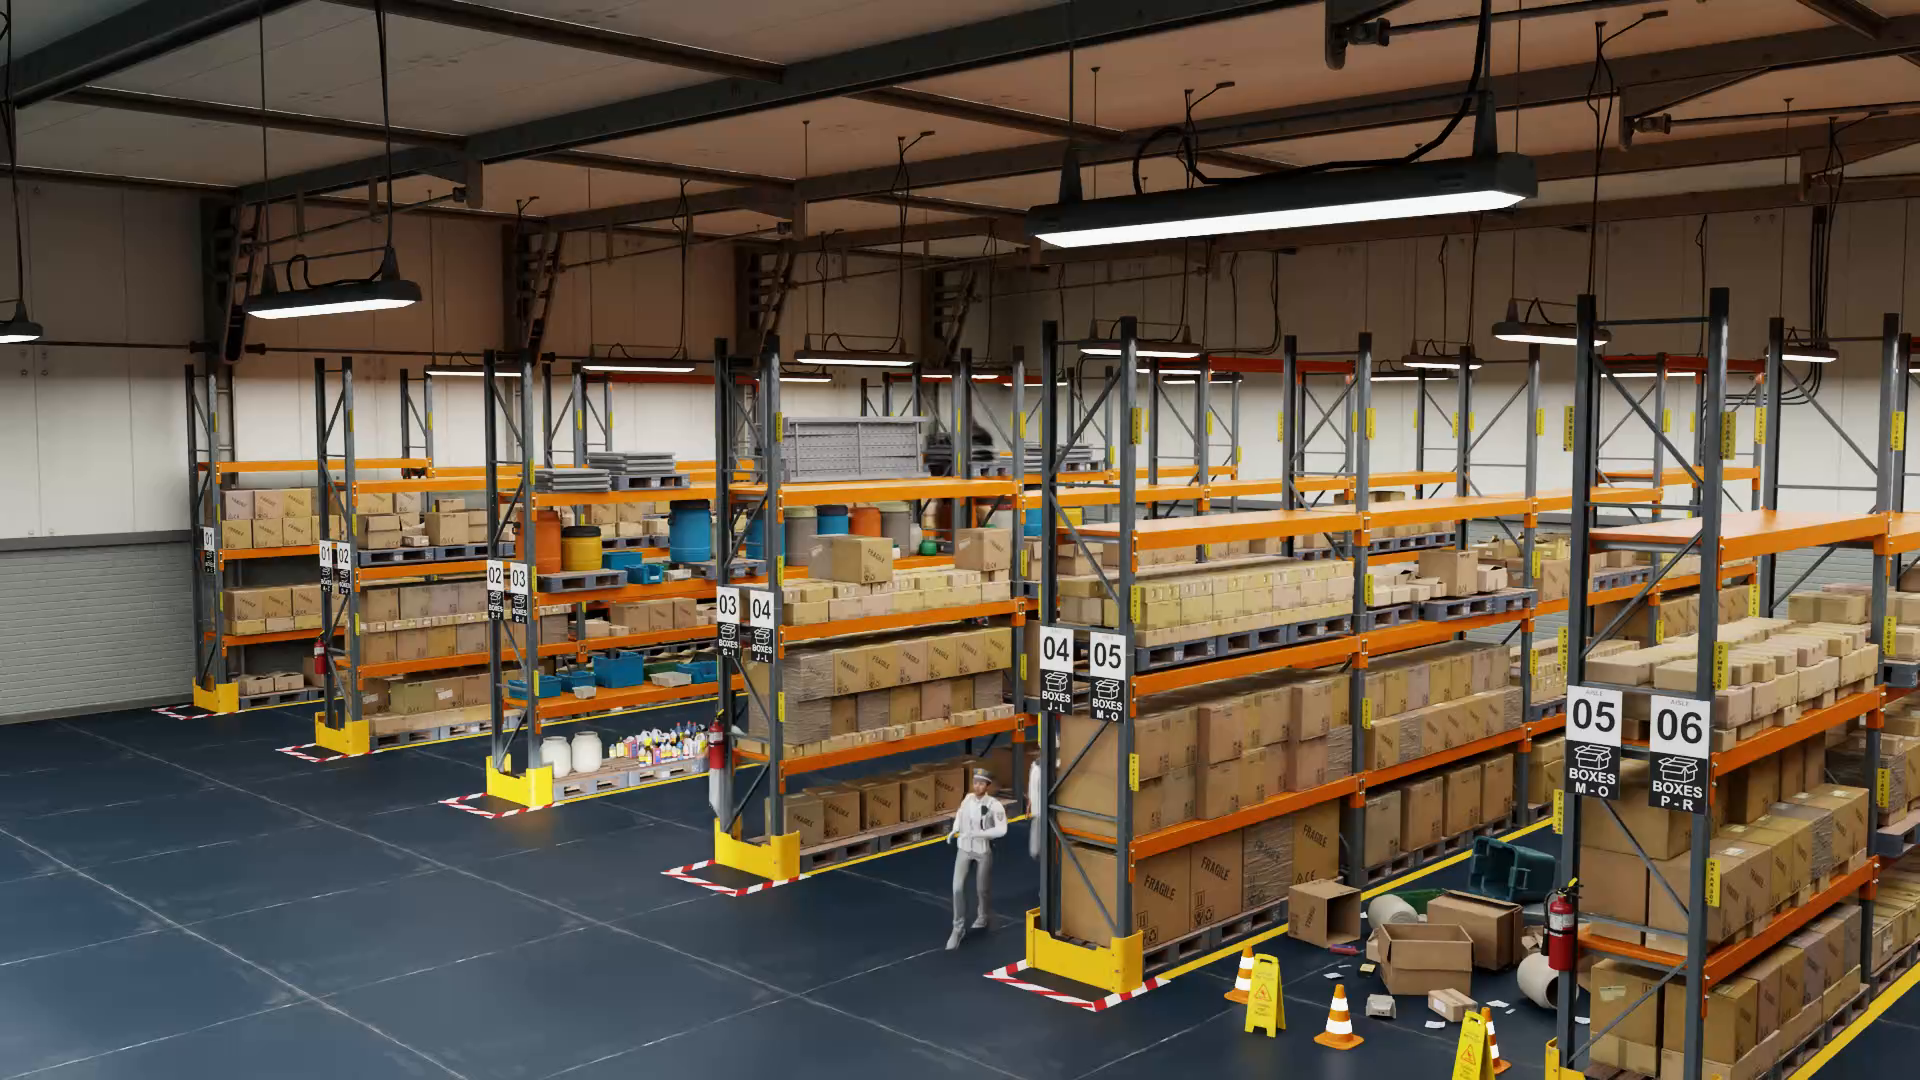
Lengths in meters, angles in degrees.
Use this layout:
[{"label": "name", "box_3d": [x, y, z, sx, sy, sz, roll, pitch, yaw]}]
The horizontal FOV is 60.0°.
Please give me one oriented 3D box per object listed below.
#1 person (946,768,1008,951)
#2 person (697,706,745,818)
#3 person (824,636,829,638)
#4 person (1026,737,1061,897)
[{"label": "person", "box_3d": [0.170, 3.081, 16.244, 0.646, 1.748, 0.756, 1, 5, 18]}, {"label": "person", "box_3d": [-2.908, 2.798, 20.124, 0.554, 1.627, 0.548, 3, 5, 35]}, {"label": "person", "box_3d": [-2.168, 2.165, 28.332, 0.700, 1.712, 0.567, -4, 6, -44]}, {"label": "person", "box_3d": [0.975, 2.939, 17.846, 0.656, 1.746, 0.627, 3, 5, 32]}]
